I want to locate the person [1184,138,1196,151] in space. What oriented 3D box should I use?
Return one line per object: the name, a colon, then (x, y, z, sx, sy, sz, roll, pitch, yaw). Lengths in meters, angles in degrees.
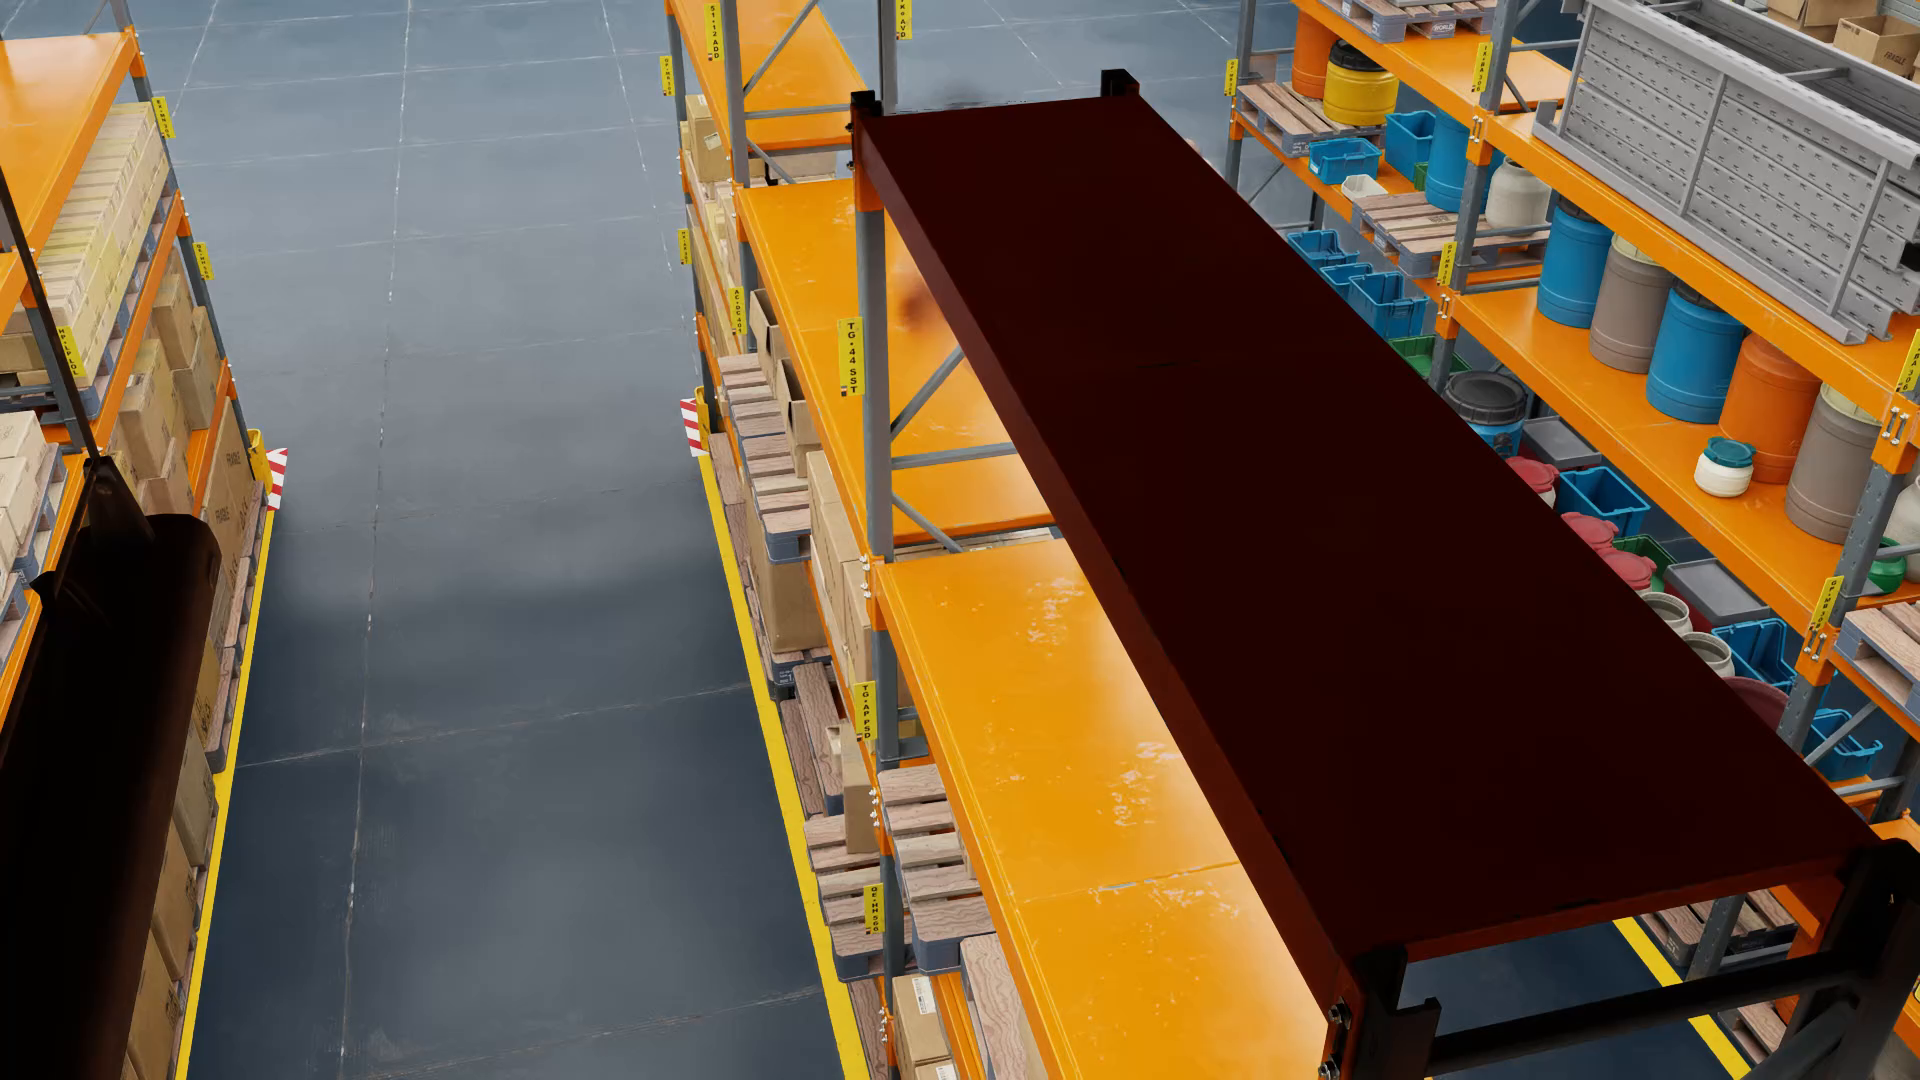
person: (2.412, -3.299, 17.365, 0.845, 1.777, 0.701, 16, 38, 22)
